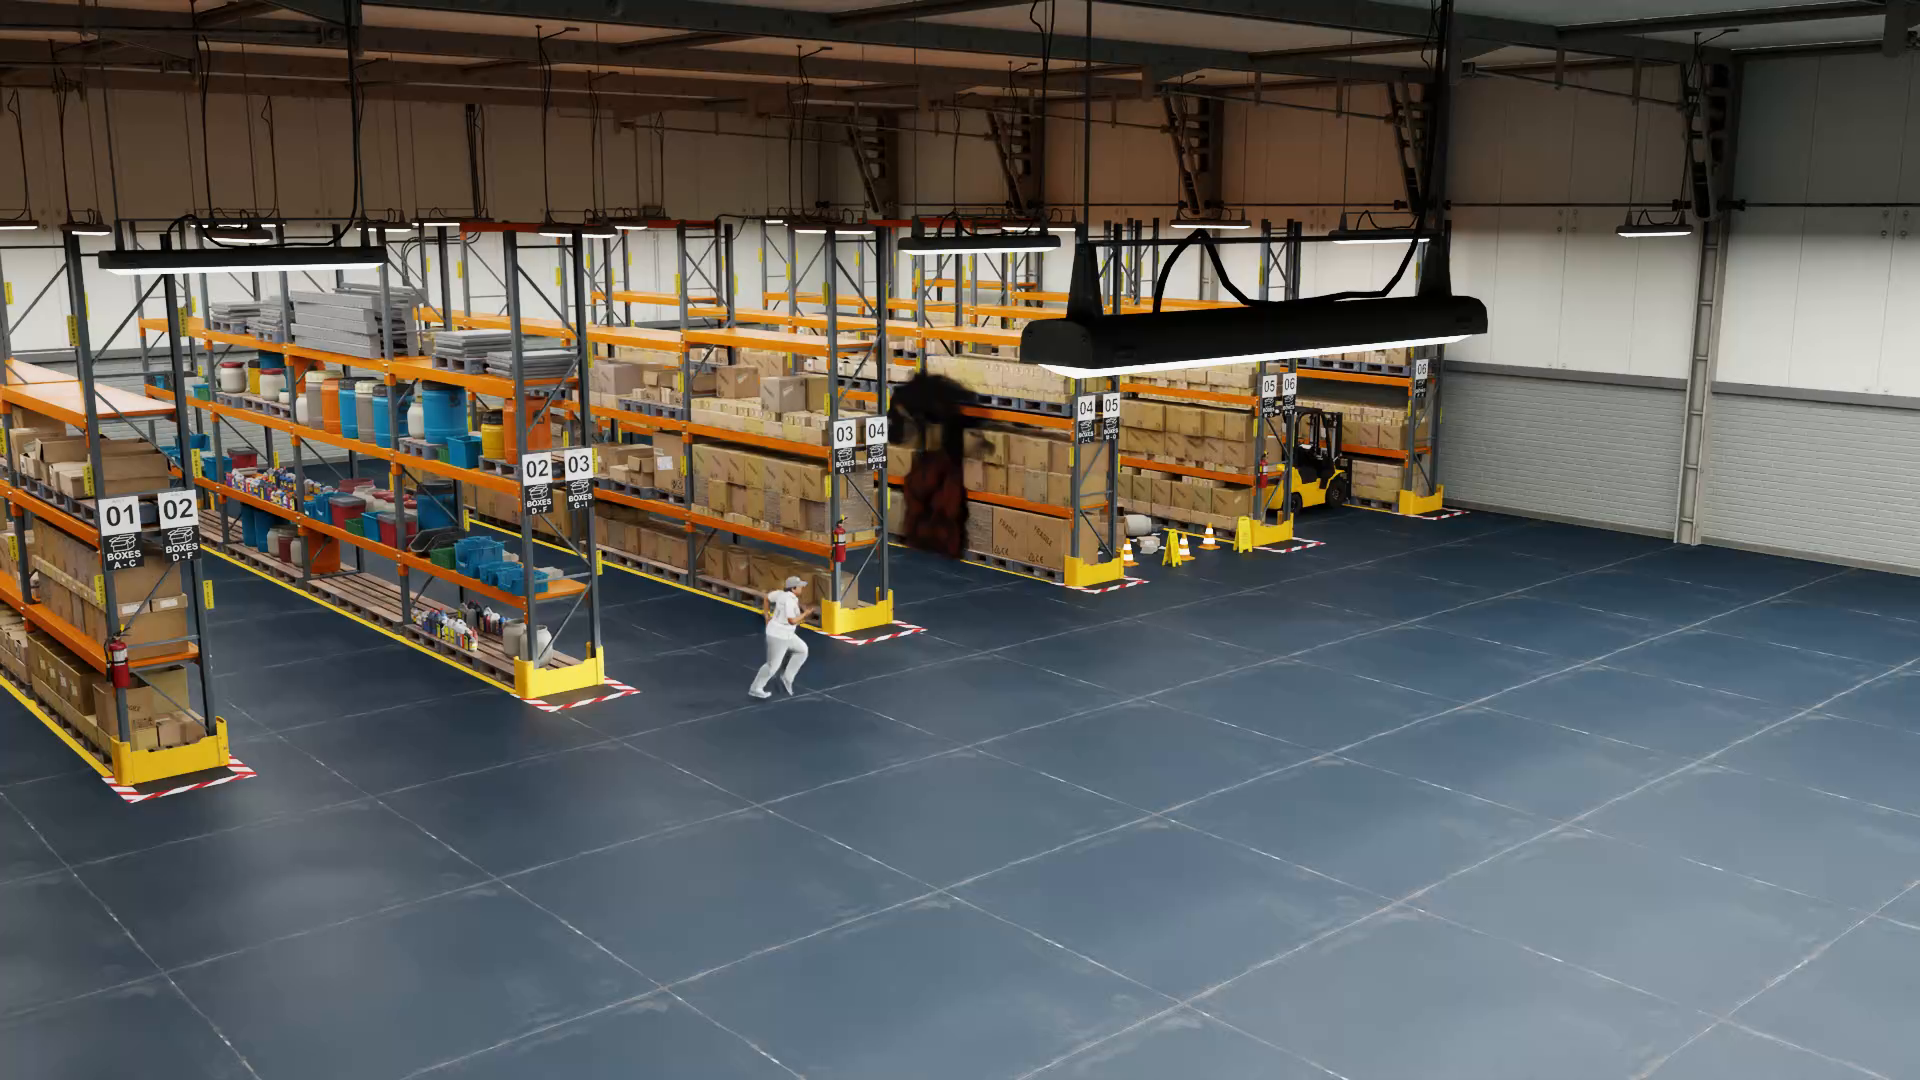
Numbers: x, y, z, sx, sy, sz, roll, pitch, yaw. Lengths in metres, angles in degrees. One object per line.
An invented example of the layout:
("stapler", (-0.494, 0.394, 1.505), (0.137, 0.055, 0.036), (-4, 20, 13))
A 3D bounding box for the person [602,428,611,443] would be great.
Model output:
("person", (-8.615, -2.762, 41.239), (0.528, 1.731, 0.768), (-3, 12, -13))

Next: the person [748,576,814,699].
("person", (-2.316, 1.262, 21.486), (0.868, 1.608, 0.585), (-2, 12, -8))
